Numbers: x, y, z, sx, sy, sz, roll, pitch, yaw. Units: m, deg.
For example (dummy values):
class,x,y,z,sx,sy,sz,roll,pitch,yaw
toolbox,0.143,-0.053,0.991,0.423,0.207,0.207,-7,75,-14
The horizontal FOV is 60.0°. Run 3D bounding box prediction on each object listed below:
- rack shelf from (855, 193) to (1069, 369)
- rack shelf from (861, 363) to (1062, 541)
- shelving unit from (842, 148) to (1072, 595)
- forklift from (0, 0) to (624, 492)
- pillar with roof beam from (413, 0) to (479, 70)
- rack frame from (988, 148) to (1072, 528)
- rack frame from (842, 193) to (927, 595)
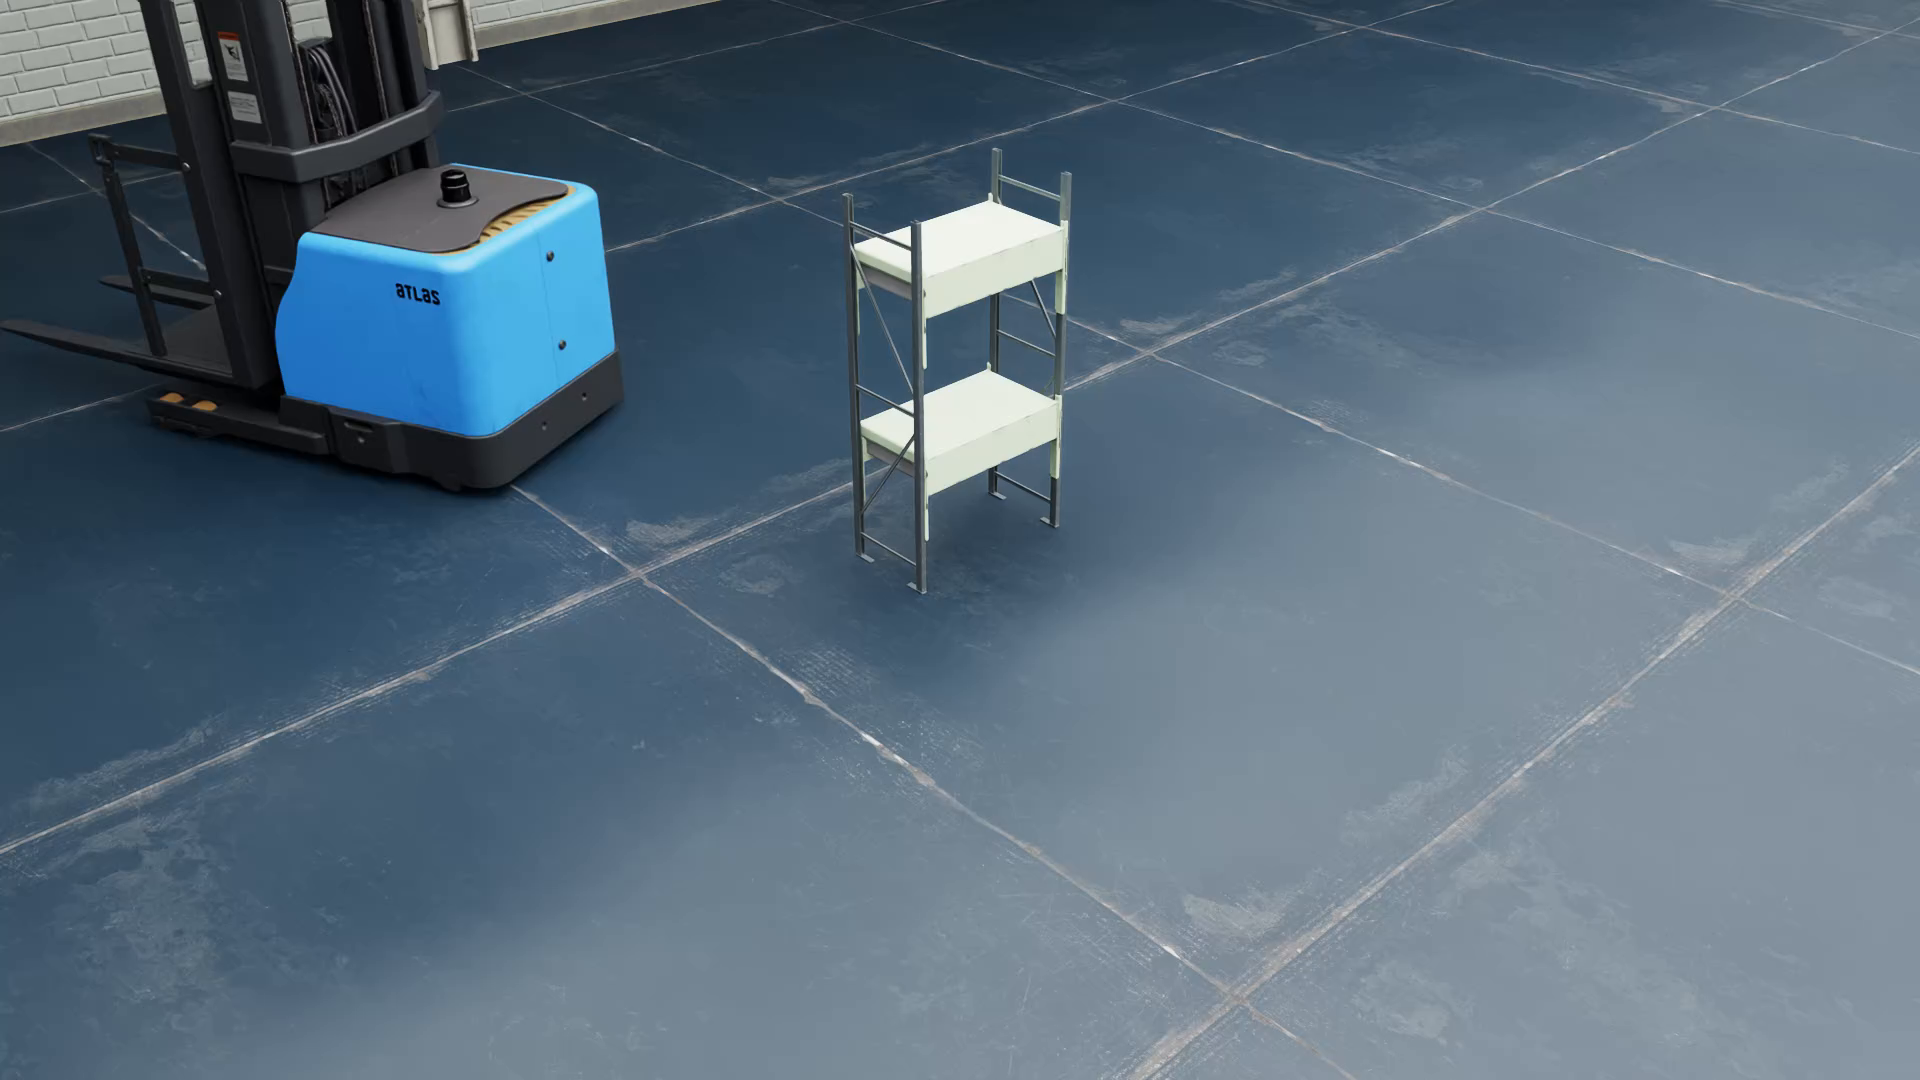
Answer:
class,x,y,z,sx,sy,sz,roll,pitch,yaw
rack shelf,-0.005,-0.970,6.151,0.720,0.370,0.431,-26,40,-35
rack shelf,-0.005,-0.359,6.525,0.720,0.370,0.431,-26,40,-35
shelving unit,-0.005,-0.637,6.355,0.755,1.500,0.431,-26,40,-35
forklift,-3.123,-1.948,7.126,3.031,2.935,1.130,13,34,20
pillar with roof beam,-1.017,-5.868,7.720,0.400,9.000,9.100,-26,40,-35
rack frame,0.264,-0.767,6.567,0.023,1.500,0.400,-26,40,-35
rack frame,-0.273,-0.508,6.143,0.023,1.500,0.400,-26,40,-35
